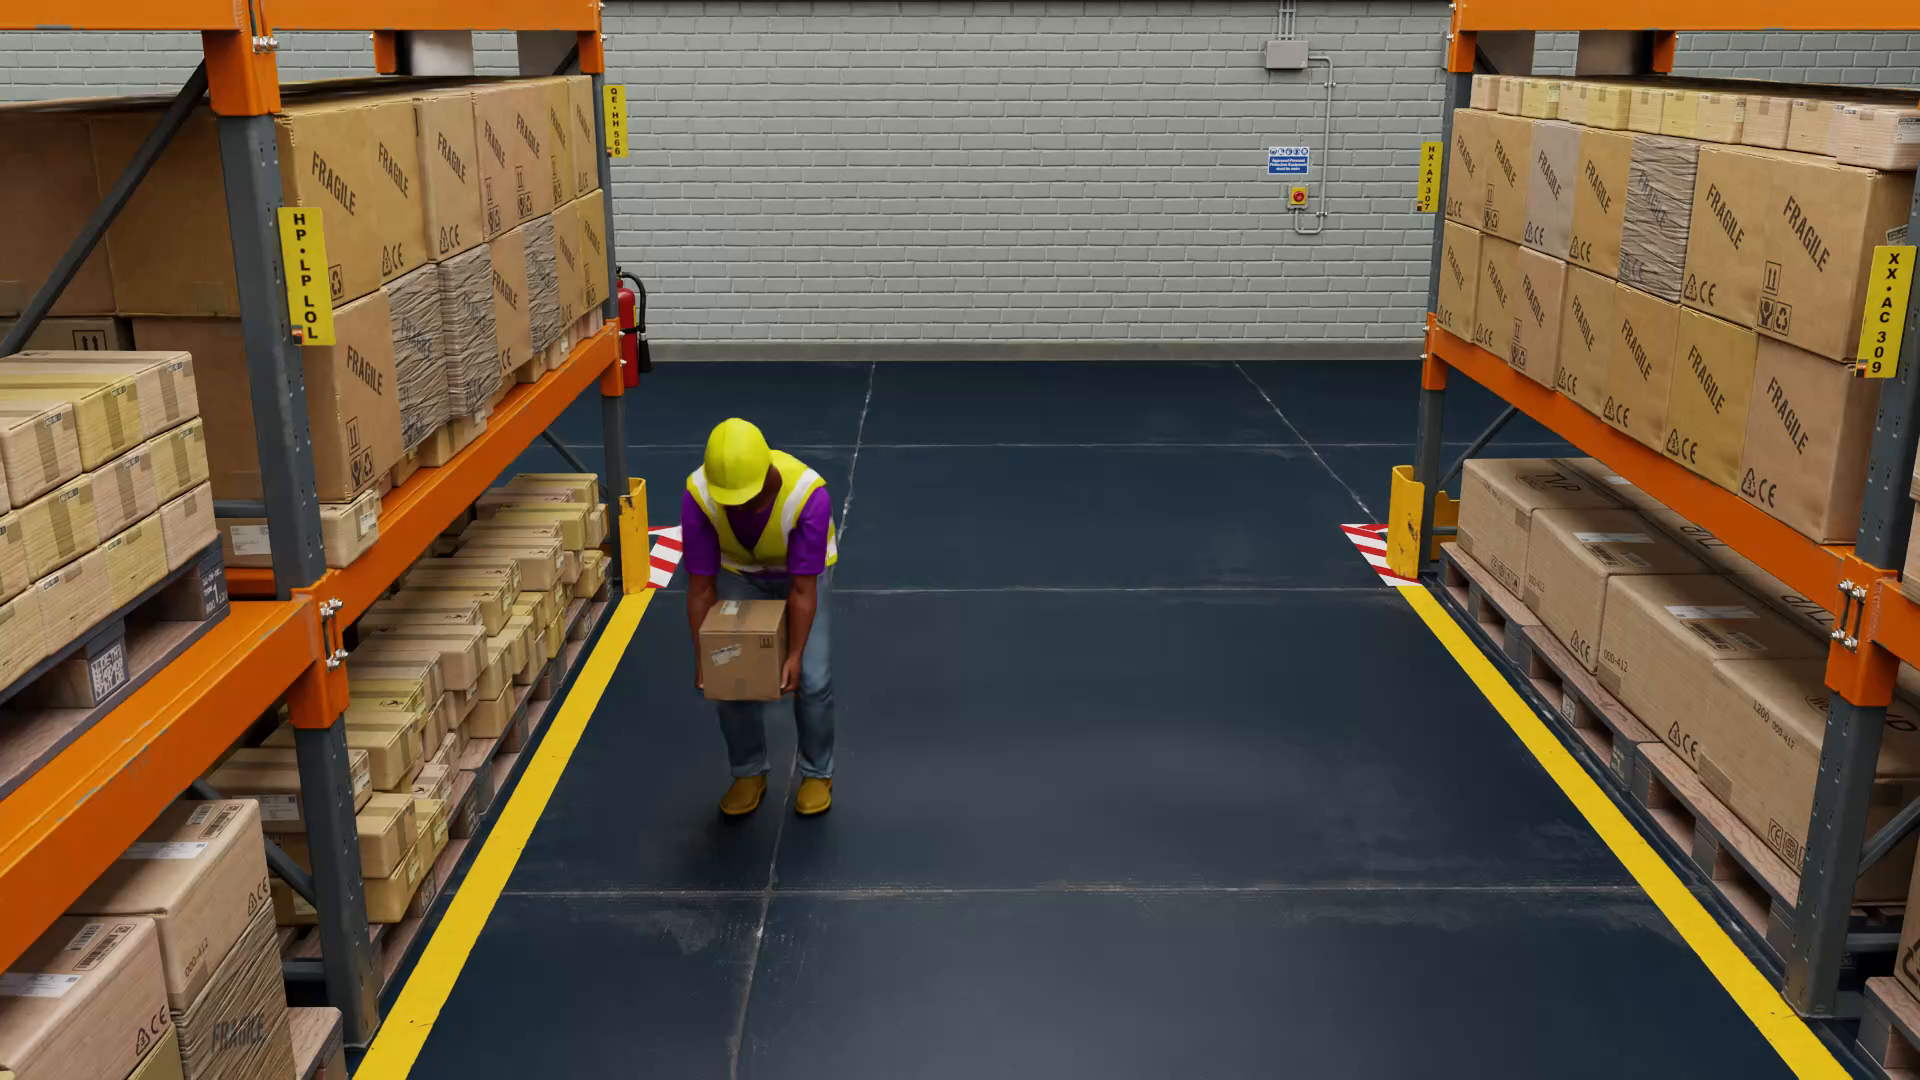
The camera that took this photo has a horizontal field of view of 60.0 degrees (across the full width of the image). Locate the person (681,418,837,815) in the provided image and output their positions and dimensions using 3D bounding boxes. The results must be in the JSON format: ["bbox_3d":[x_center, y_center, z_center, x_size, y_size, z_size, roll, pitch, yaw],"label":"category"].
[{"bbox_3d":[-0.660,0.260,5.609,0.487,1.497,0.832,2,17,7],"label":"person"}]
